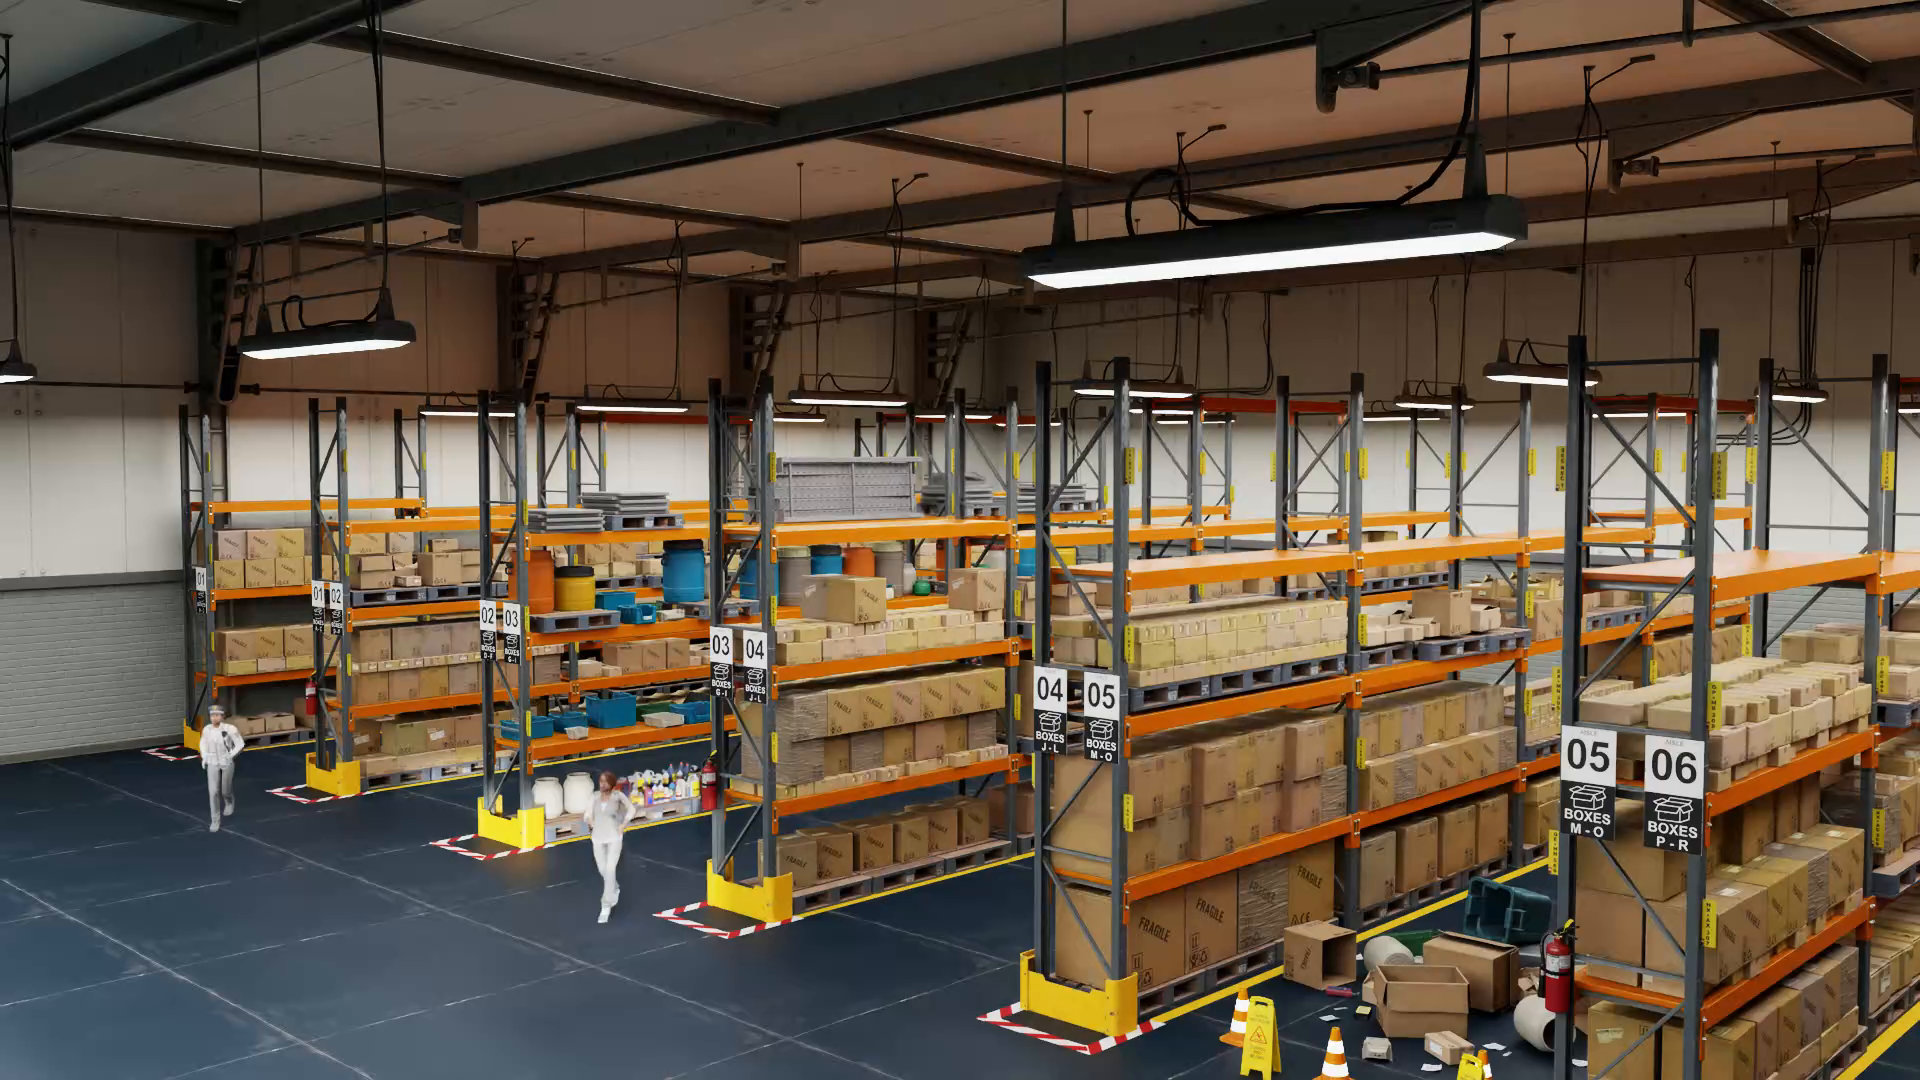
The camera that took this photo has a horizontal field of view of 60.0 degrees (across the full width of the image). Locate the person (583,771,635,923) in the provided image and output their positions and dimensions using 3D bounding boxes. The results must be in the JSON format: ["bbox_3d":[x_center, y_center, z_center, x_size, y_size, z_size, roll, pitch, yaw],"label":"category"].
[{"bbox_3d":[-3.937,3.386,18.562,0.545,1.586,0.773,0,3,8],"label":"person"}]

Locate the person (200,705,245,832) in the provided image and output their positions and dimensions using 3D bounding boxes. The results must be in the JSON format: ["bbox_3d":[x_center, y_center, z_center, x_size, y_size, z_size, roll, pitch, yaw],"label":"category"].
[{"bbox_3d":[-10.201,3.118,22.994,0.599,1.720,0.781,-1,3,-10],"label":"person"}]

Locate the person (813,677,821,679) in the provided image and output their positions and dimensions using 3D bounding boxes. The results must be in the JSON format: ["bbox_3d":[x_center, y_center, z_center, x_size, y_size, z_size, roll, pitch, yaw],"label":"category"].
[{"bbox_3d":[-2.470,2.865,28.158,0.607,1.670,0.590,2,4,37],"label":"person"}]
